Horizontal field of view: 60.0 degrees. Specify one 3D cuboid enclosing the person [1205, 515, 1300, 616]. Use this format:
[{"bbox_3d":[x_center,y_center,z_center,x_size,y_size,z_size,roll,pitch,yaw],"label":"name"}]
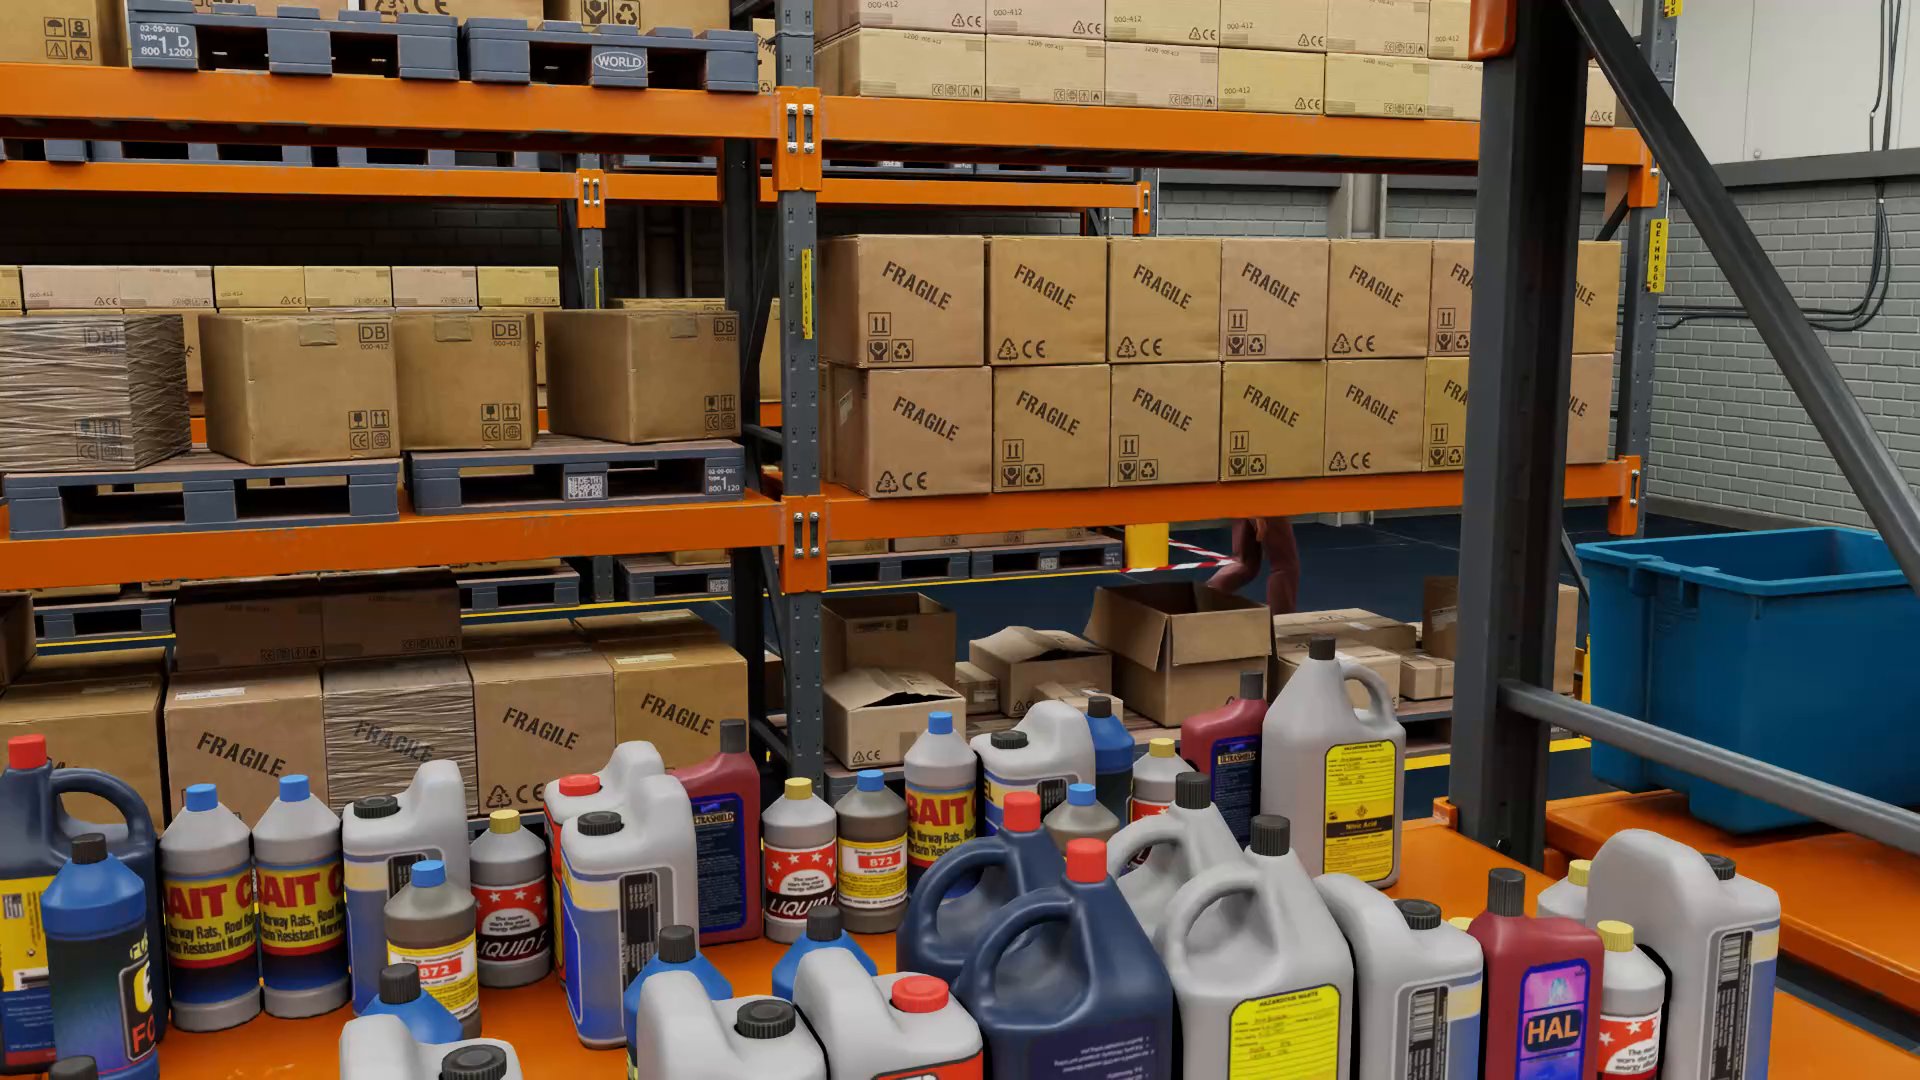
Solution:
[{"bbox_3d":[1.648,-0.177,9.452,0.838,1.638,0.453,-3,10,-20],"label":"person"}]
